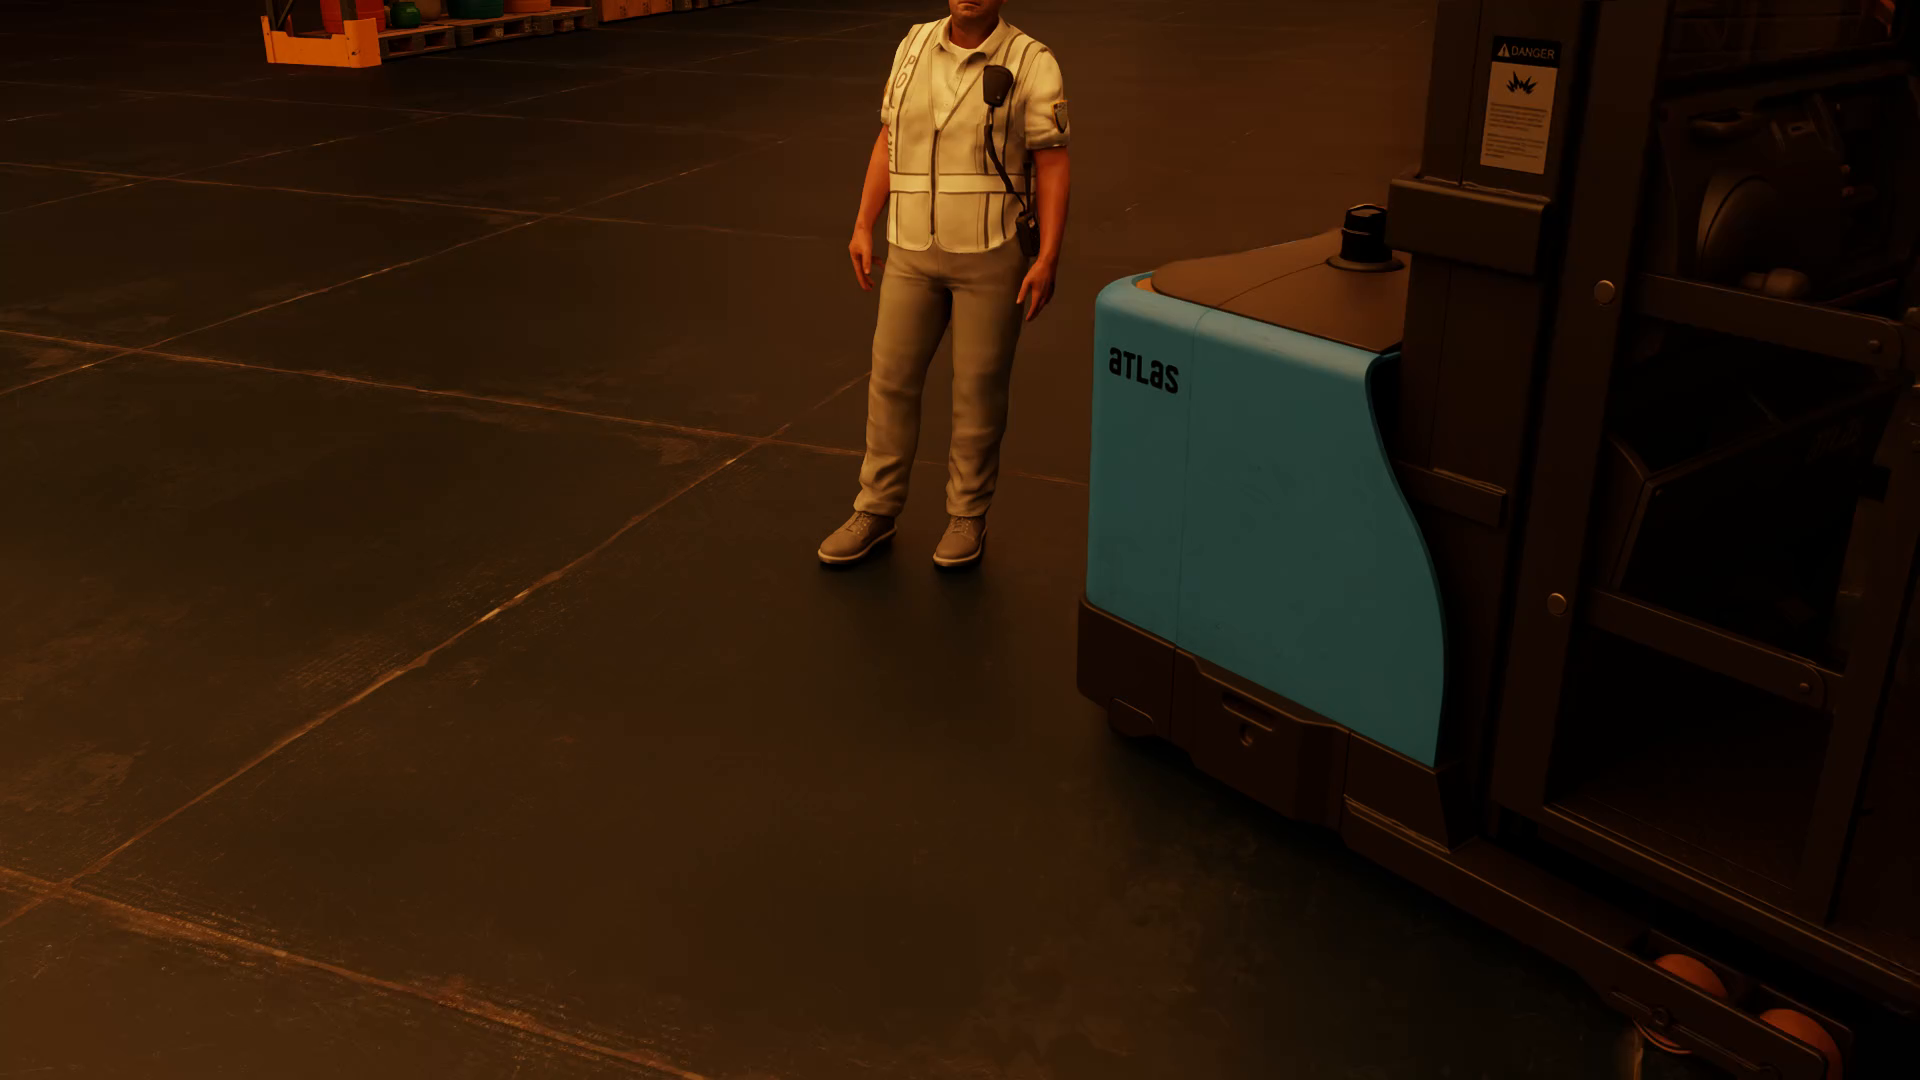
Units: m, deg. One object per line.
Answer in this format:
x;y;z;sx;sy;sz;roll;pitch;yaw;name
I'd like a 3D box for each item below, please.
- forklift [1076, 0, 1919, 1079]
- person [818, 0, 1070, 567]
1.601;-0.609;2.750;1.130;2.935;3.031;-17;28;-35;forklift
-0.040;-0.803;4.683;0.642;1.782;0.573;9;24;21;person
